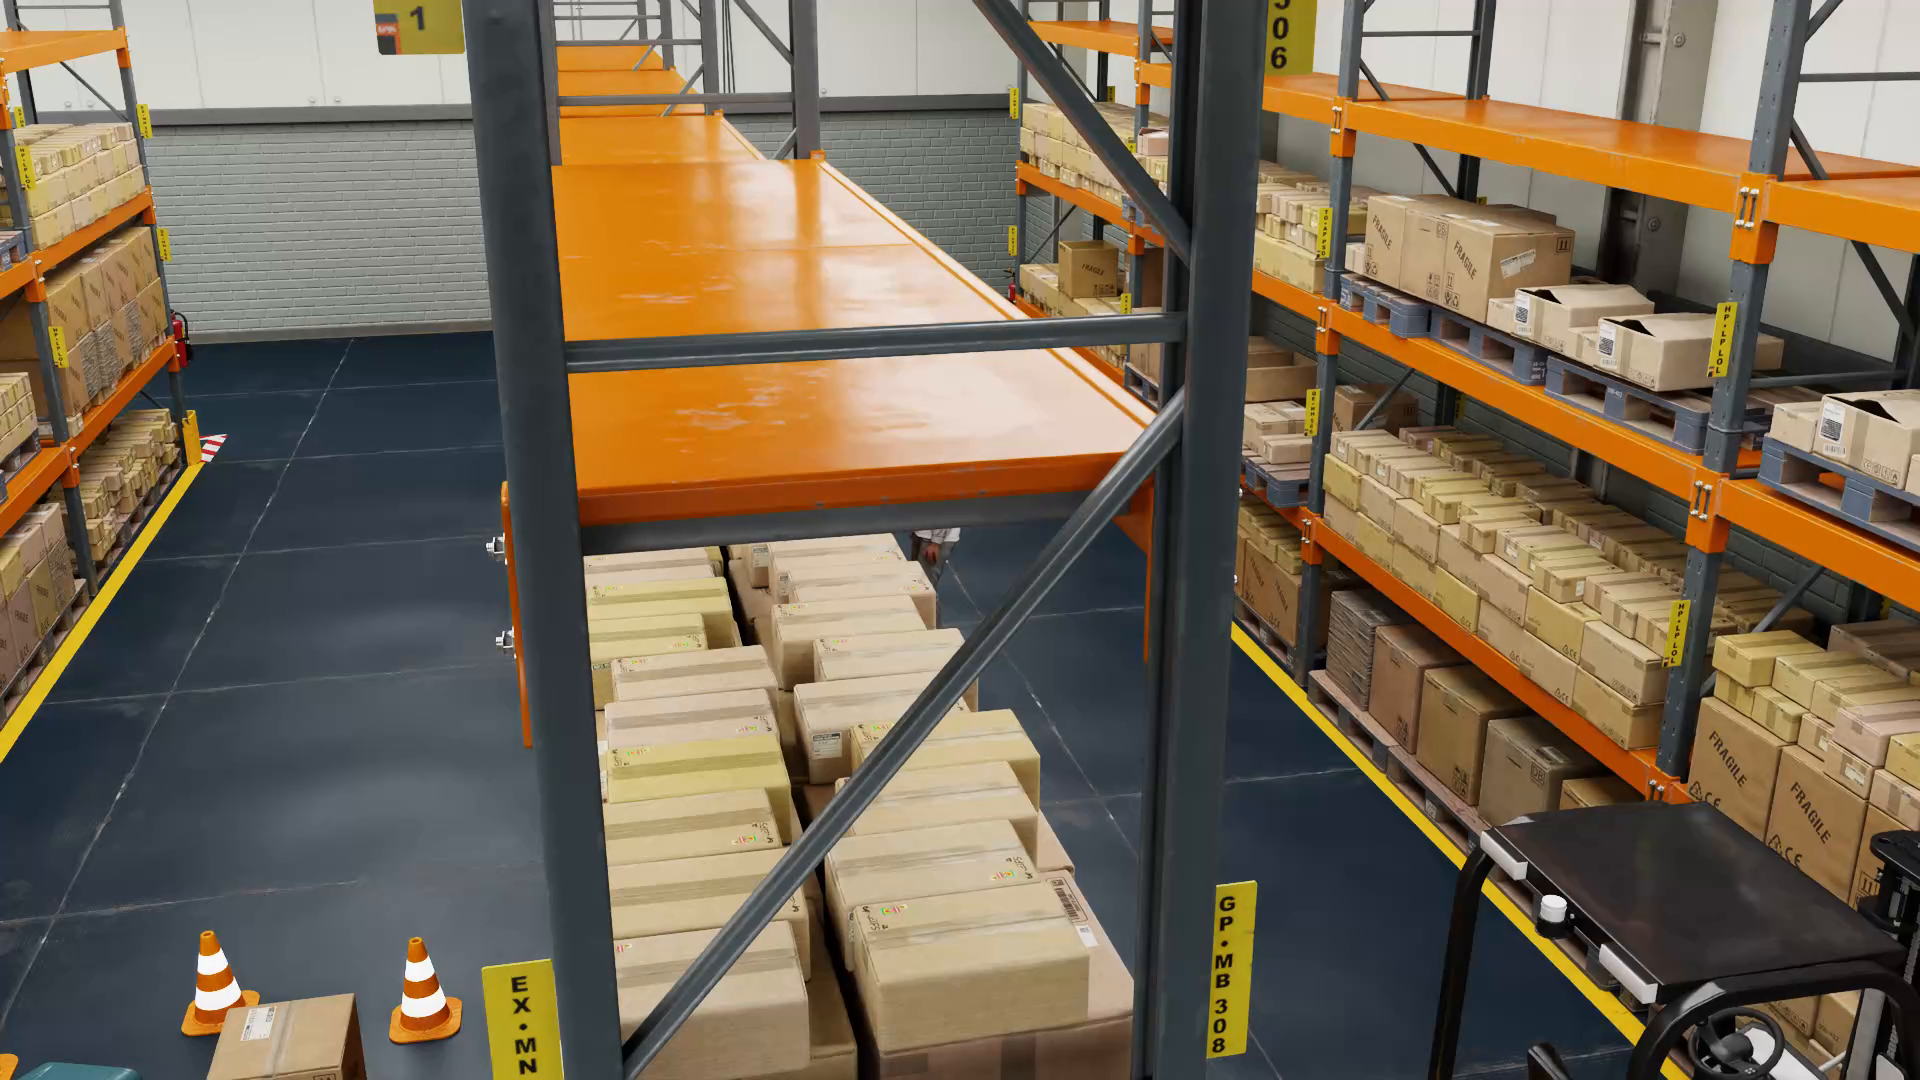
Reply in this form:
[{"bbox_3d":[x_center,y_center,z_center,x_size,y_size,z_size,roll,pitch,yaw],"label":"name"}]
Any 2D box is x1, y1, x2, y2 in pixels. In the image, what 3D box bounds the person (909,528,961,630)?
[{"bbox_3d":[-0.238,-0.042,12.463,0.473,1.771,0.582,-5,20,-15],"label":"person"}]
